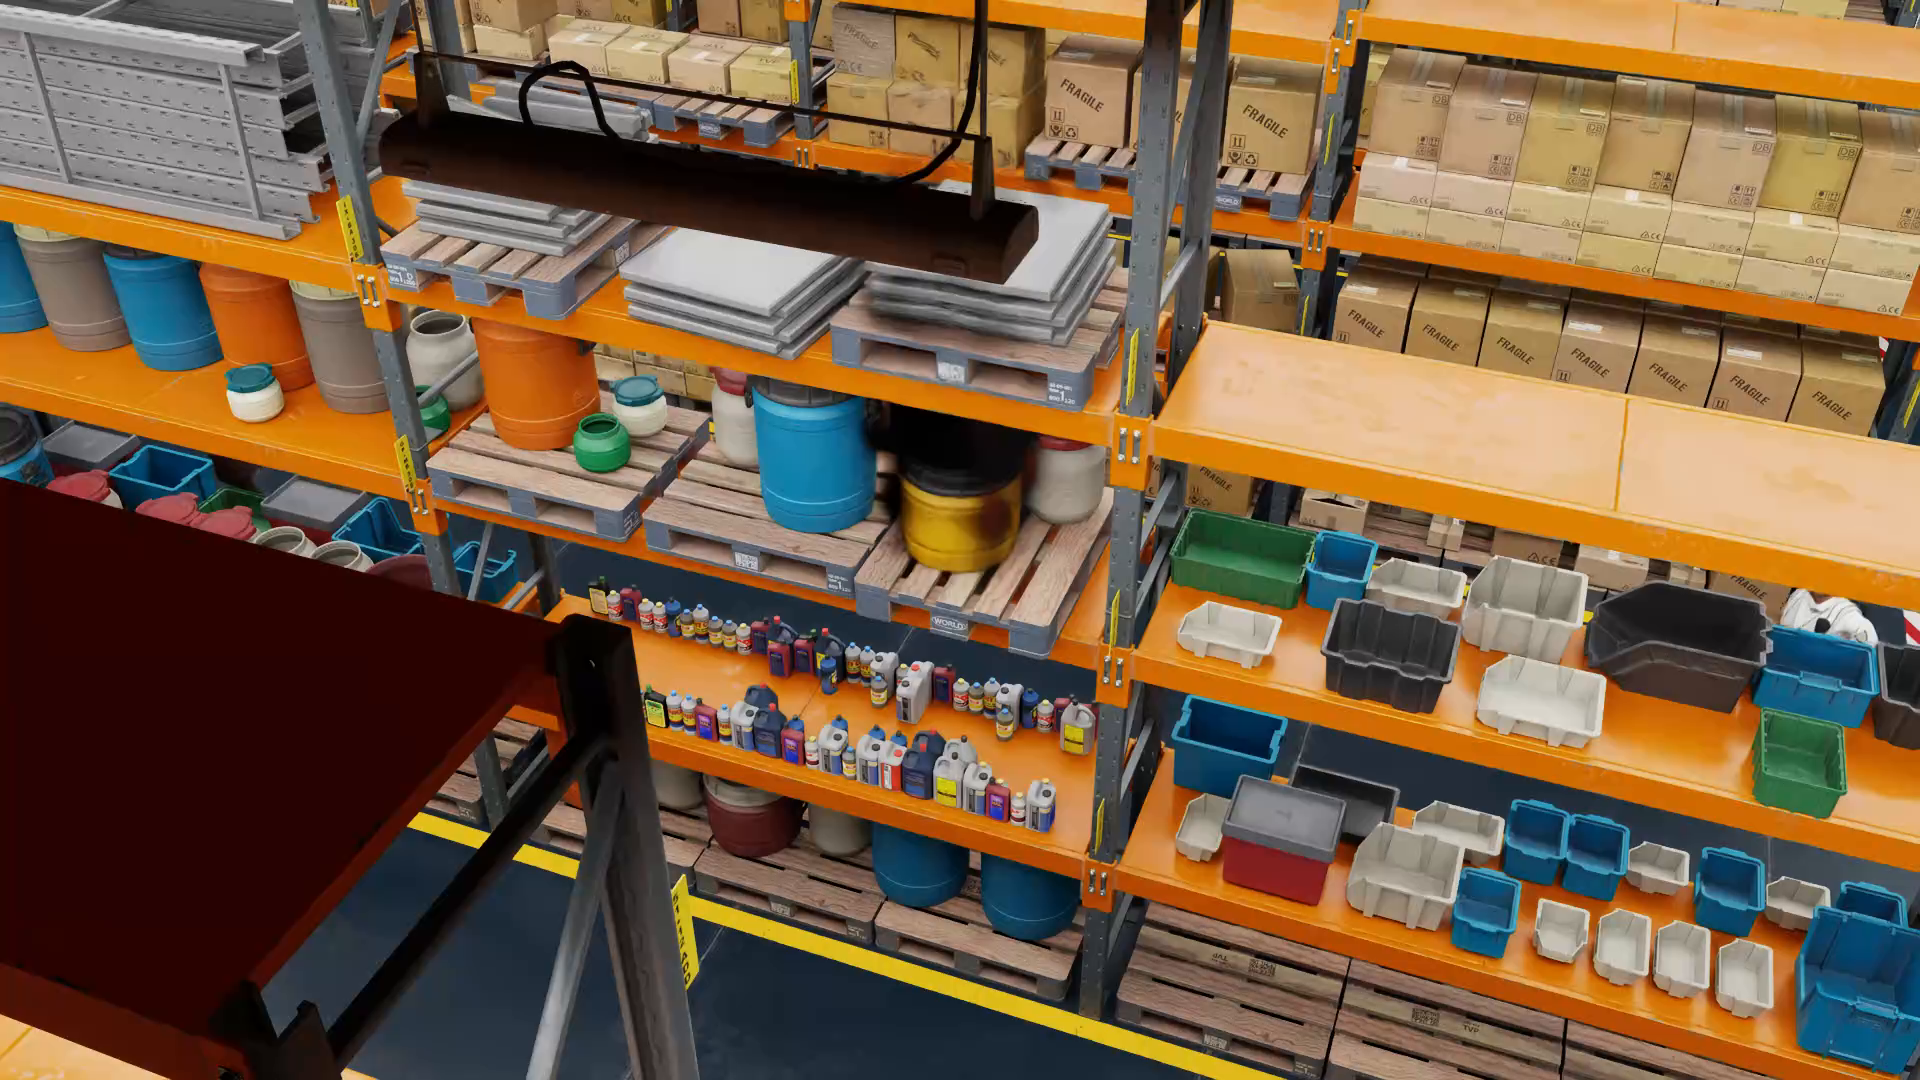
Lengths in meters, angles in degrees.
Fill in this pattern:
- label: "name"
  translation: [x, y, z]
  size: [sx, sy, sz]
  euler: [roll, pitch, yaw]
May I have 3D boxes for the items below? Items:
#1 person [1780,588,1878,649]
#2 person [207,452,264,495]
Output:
- label: "person"
  translation: [5.496, 0.821, 10.810]
  size: [0.982, 1.722, 0.700]
  euler: [-6, 37, -7]
- label: "person"
  translation: [-5.621, -0.721, 12.888]
  size: [0.799, 1.846, 0.686]
  euler: [11, 38, 15]
